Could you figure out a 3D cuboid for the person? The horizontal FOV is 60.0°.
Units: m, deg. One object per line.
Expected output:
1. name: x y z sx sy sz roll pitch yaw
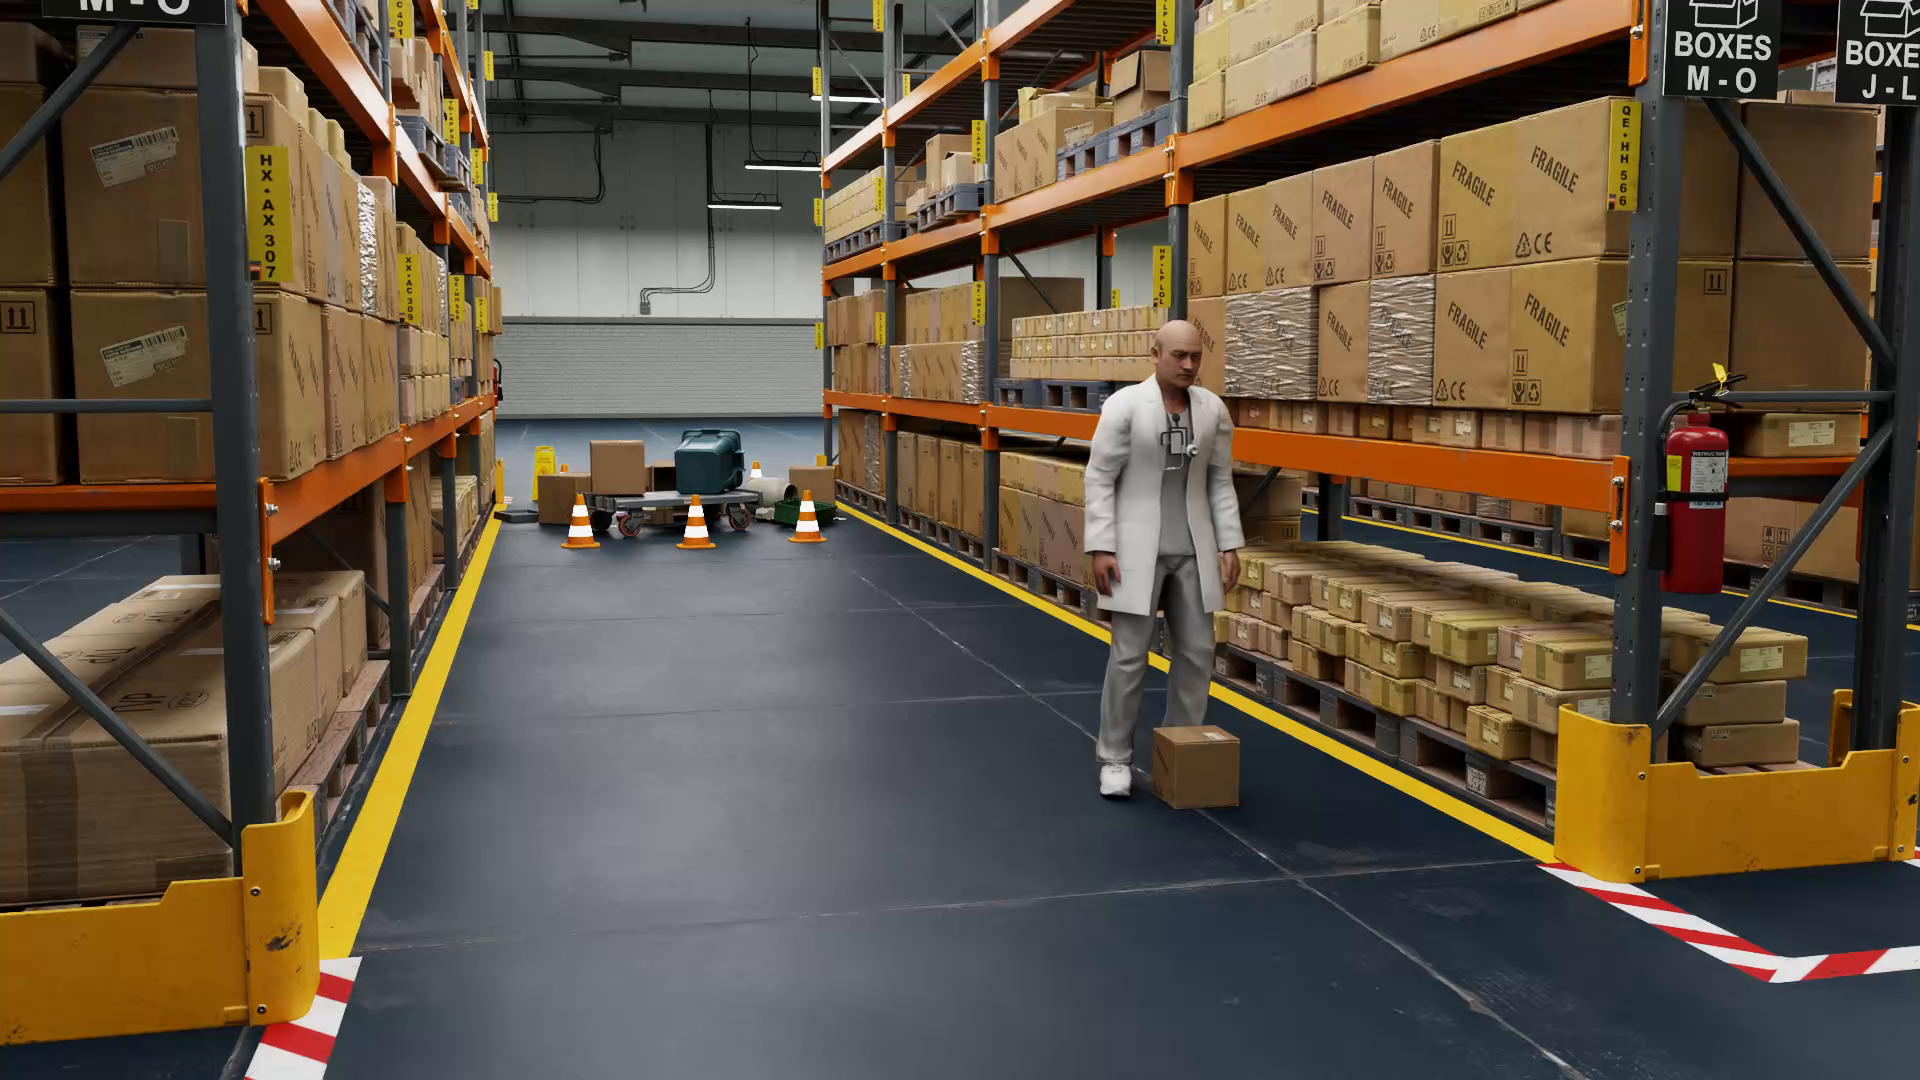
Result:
1. person: 0.778 0.059 6.320 0.653 1.774 0.418 -2 6 -17
